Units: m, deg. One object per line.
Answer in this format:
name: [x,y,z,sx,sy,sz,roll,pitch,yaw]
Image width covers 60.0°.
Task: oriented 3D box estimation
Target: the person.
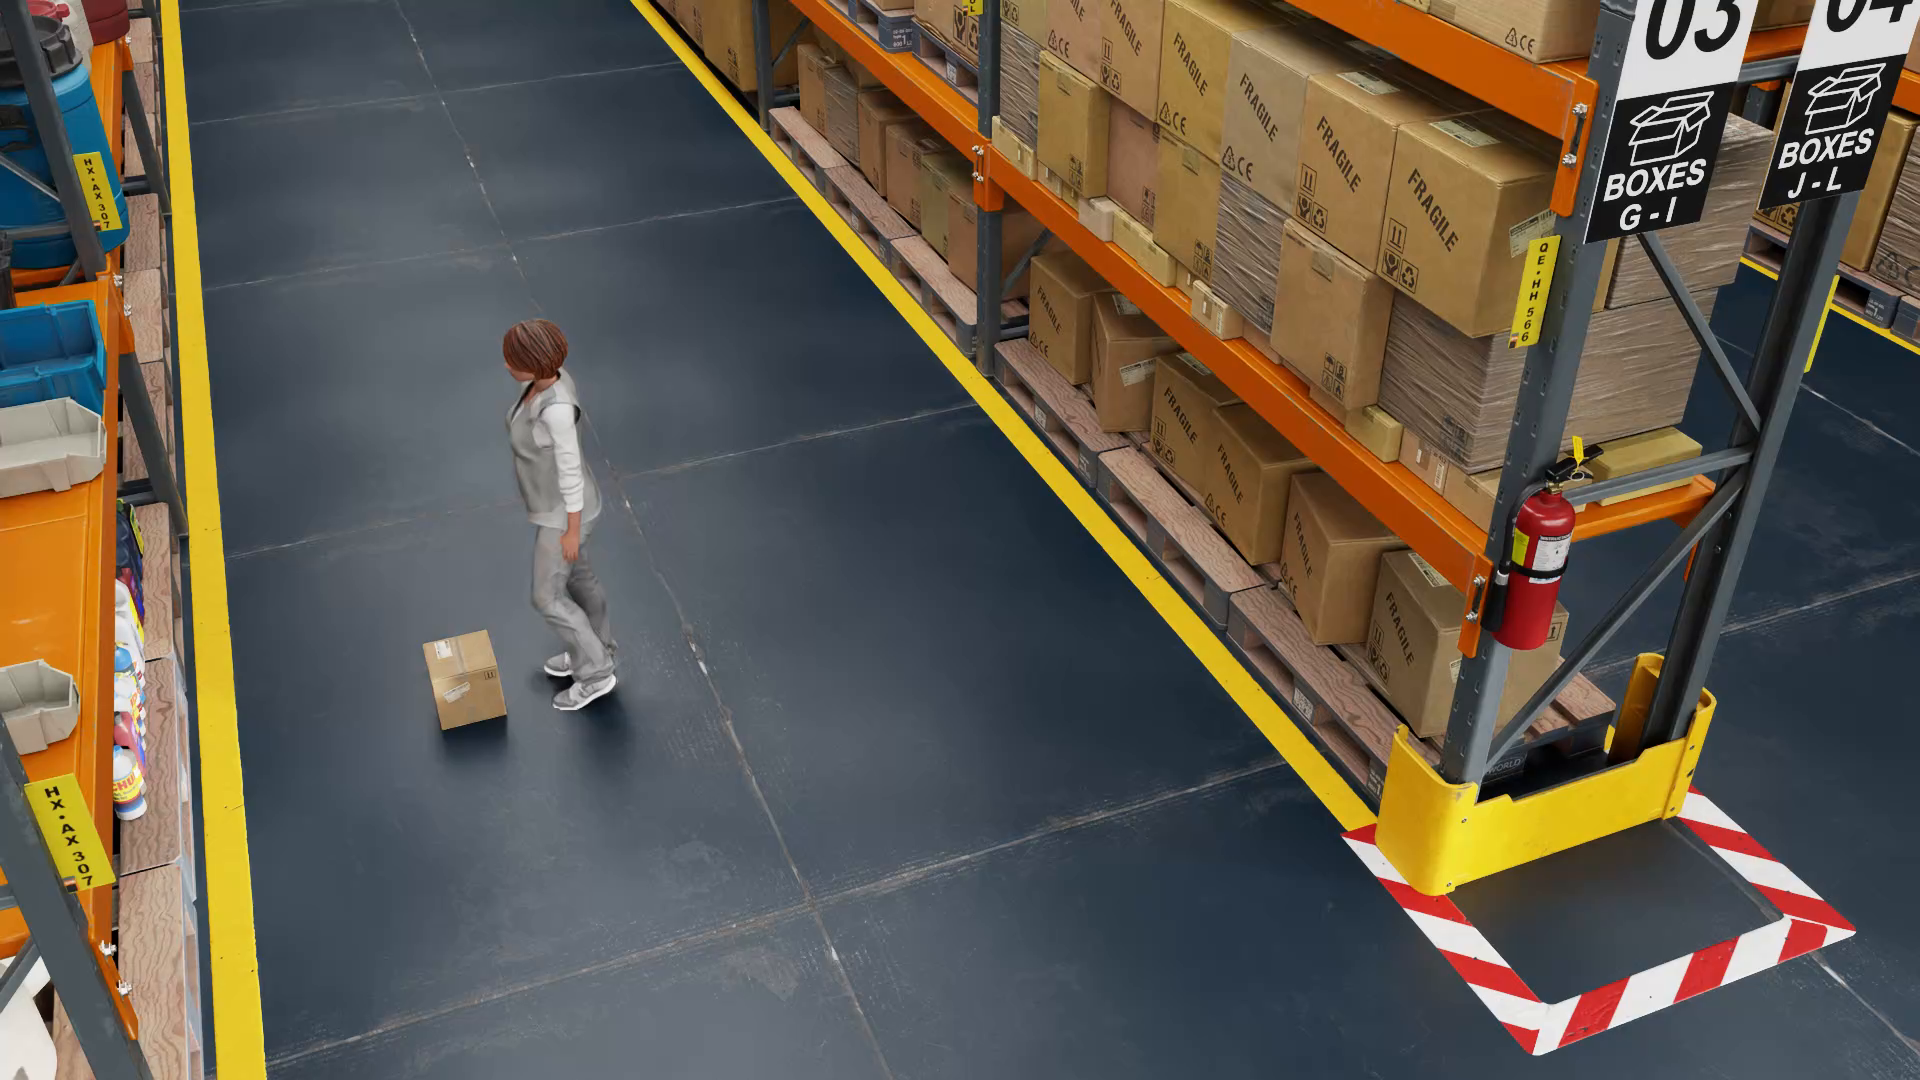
person: [-1.520,-0.110,6.313,0.322,1.616,0.451,-10,35,-14]
